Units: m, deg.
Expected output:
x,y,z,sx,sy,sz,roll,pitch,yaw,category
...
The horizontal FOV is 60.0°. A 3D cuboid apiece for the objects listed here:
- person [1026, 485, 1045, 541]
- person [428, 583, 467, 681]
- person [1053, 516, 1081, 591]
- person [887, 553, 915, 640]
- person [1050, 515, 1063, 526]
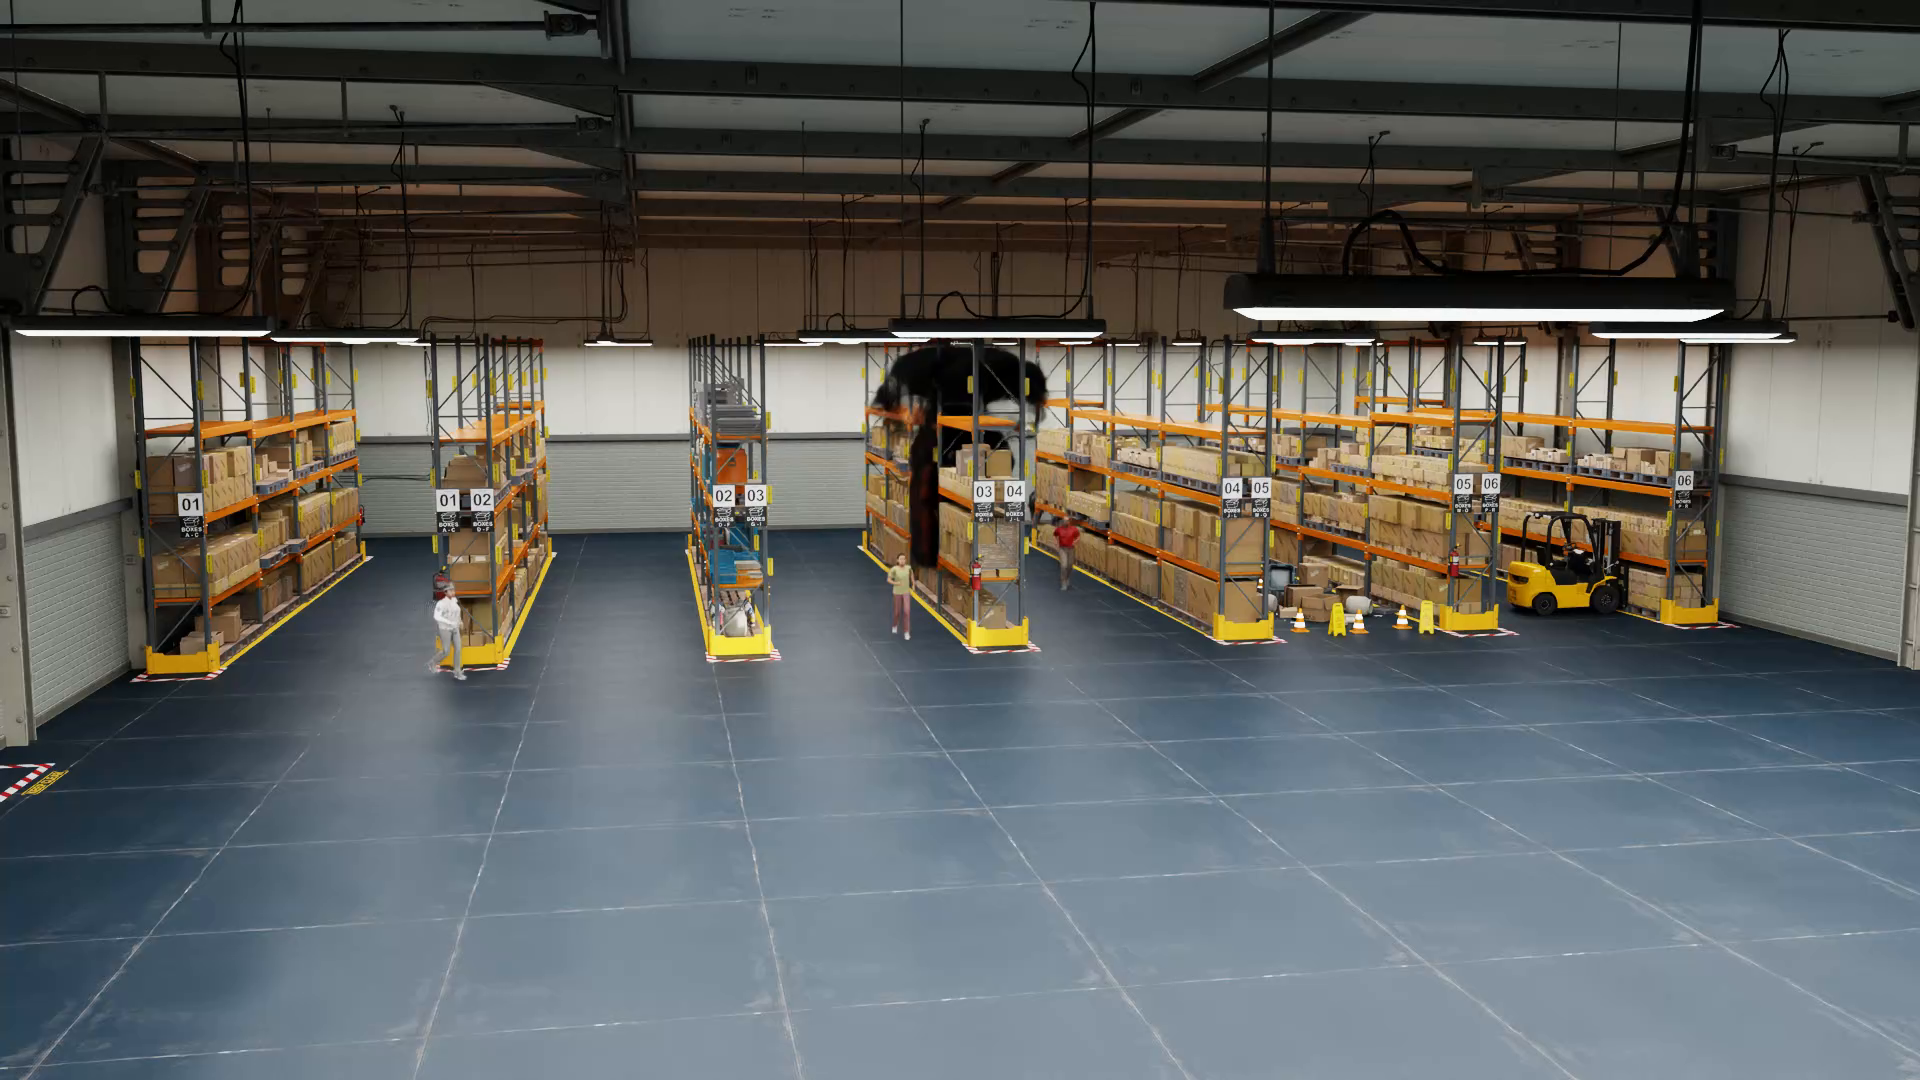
x,y,z,sx,sy,sz,roll,pitch,yaw,category
2.301,-0.859,49.933,0.890,1.634,0.669,-6,9,-45,person
-8.922,1.576,28.985,0.792,1.705,0.640,4,7,28,person
2.571,0.294,39.933,0.649,1.763,0.852,0,7,-3,person
-1.173,1.101,33.134,0.590,1.705,0.838,-2,7,-16,person
3.077,-0.777,50.024,0.742,1.641,0.727,3,7,22,person
